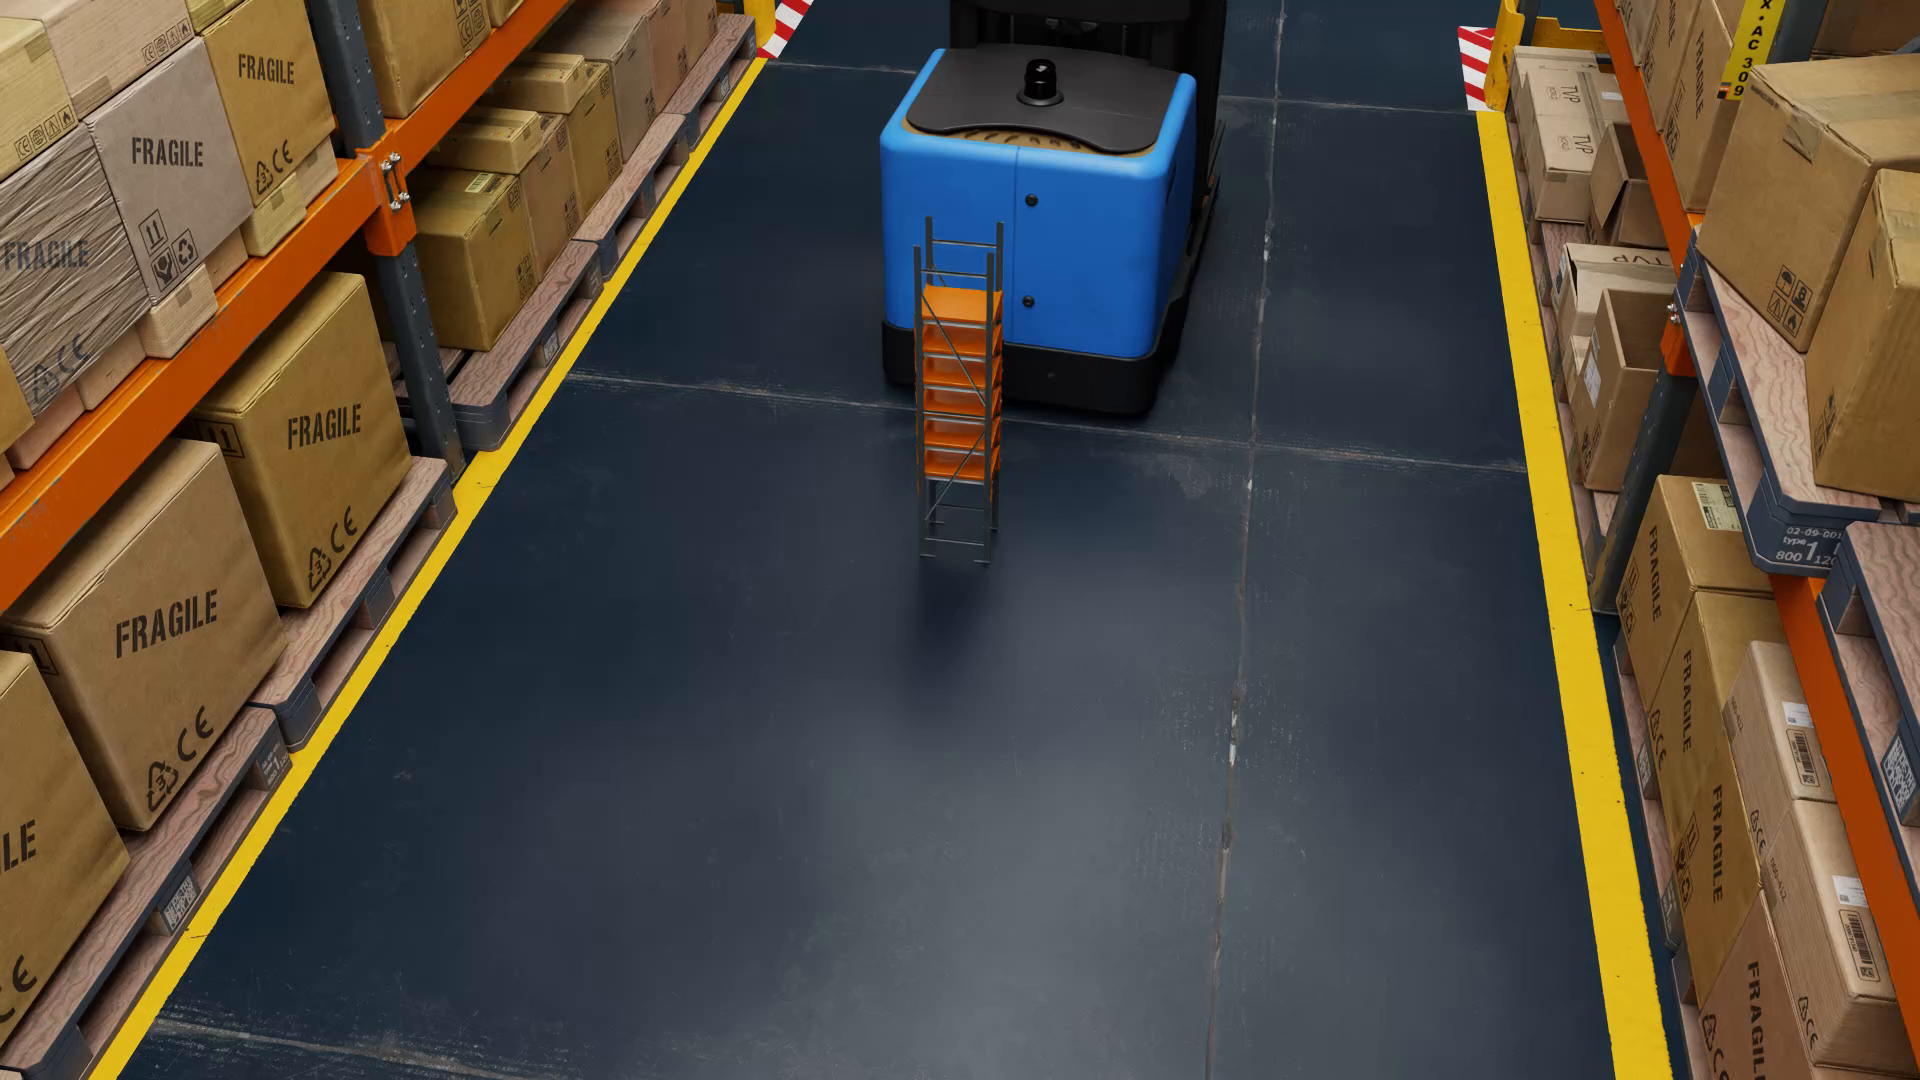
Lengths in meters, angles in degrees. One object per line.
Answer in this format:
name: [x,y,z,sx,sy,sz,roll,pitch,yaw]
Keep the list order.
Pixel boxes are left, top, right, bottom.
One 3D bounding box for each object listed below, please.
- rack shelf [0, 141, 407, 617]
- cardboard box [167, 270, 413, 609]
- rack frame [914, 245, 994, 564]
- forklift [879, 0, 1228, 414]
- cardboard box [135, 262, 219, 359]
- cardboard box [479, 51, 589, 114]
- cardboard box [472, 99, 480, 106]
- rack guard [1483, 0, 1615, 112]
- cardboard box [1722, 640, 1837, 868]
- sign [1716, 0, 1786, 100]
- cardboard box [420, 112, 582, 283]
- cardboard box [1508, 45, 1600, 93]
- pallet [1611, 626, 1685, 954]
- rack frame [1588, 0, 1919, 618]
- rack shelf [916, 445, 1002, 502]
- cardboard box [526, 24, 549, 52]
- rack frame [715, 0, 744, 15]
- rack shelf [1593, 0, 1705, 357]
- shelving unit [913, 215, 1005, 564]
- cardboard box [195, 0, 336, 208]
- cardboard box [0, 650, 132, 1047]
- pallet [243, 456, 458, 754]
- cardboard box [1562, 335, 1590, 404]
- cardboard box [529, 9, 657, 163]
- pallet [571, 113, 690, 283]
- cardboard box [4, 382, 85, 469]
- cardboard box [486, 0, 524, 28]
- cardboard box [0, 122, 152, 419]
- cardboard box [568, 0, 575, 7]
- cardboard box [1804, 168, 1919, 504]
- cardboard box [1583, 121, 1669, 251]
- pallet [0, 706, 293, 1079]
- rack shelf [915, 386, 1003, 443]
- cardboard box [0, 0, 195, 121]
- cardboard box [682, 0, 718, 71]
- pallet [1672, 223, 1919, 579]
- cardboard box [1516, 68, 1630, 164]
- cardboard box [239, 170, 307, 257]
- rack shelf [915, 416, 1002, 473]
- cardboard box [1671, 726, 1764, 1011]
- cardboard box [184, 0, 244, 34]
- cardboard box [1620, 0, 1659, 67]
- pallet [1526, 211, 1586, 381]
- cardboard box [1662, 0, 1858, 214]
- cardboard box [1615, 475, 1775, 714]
rack shelf: [-2.649,0.093,3.848,1.077,0.370,4.000,6,40,8]
cardboard box: [-2.288,-0.350,5.177,0.750,0.750,0.750,7,40,8]
rack frame: [-0.018,-0.396,5.287,0.240,1.200,0.006,6,40,8]
forklift: [0.557,-2.546,6.529,1.130,2.935,3.031,9,40,11]
cardboard box: [-2.180,-0.616,4.322,0.380,0.149,0.250,6,40,8]
cardboard box: [-1.744,-1.868,6.778,0.380,0.149,0.250,5,40,6]
cardboard box: [-2.159,-1.773,6.663,0.380,0.149,0.250,5,40,6]
rack guard: [3.256,-2.395,8.254,1.175,0.500,0.348,6,40,8]
cardboard box: [2.080,0.514,3.802,0.500,0.250,0.500,6,40,8]
sign: [2.041,-1.284,4.269,0.100,0.325,0.005,6,40,8]
cardboard box: [-1.983,-1.411,6.734,0.700,0.500,0.500,6,40,7]
cardboard box: [2.858,-2.252,8.011,0.380,0.149,0.250,6,40,8]
pallet: [2.473,0.694,4.745,1.003,0.211,1.213,6,40,8]
rack frame: [2.576,-0.895,4.479,1.000,3.000,0.127,6,40,8]
rack shelf: [-0.002,-0.234,5.538,0.258,0.103,0.180,6,40,8]
cardboard box: [-2.027,-2.252,7.243,0.380,0.149,0.250,7,40,8]
rack frame: [-1.611,-3.949,8.173,1.000,3.000,0.127,6,40,8]
rack shelf: [2.923,-1.873,6.226,1.077,0.370,4.000,6,40,8]
shelving unit: [-0.002,-0.453,5.357,0.258,1.200,0.189,6,40,8]
cardboard box: [-2.135,-1.282,4.620,0.500,0.500,0.500,6,40,7]
cardboard box: [-2.581,0.742,3.856,0.750,0.750,0.750,6,40,7]
pallet: [-2.362,0.128,5.429,1.003,0.211,1.213,6,40,8]
cardboard box: [2.401,-0.597,6.010,0.380,0.149,0.250,6,40,8]
cardboard box: [-1.806,-2.068,7.529,0.700,0.500,0.500,5,40,6]
pallet: [-1.886,-1.601,7.521,1.003,0.211,1.213,6,40,8]
cardboard box: [-2.346,-0.314,3.957,0.380,0.149,0.250,5,40,6]
cardboard box: [-2.061,-2.351,6.004,0.980,0.700,0.700,5,40,7]
cardboard box: [-2.309,-0.647,3.851,0.500,0.500,0.500,6,40,8]
cardboard box: [-1.940,-2.573,7.631,0.380,0.149,0.250,7,40,8]
cardboard box: [2.218,-0.384,3.453,0.700,0.500,0.500,12,41,15]
cardboard box: [2.897,-1.282,6.561,0.797,0.503,0.637,6,40,8]
pallet: [-2.571,0.896,4.501,1.003,0.211,1.213,6,40,8]
rack shelf: [-0.002,-0.419,5.385,0.258,0.103,0.180,6,40,8]
cardboard box: [-2.230,-1.248,3.989,0.500,0.250,0.500,7,40,9]
cardboard box: [-1.634,-2.698,8.291,0.700,0.500,0.500,6,40,8]
pallet: [2.331,-0.332,3.948,1.003,0.211,1.213,6,40,8]
cardboard box: [2.809,-1.892,7.497,0.500,0.250,0.500,6,40,8]
cardboard box: [-2.103,-0.946,4.721,0.380,0.149,0.250,7,40,8]
rack shelf: [-0.002,-0.327,5.461,0.258,0.103,0.180,6,40,8]
cardboard box: [2.078,0.824,4.016,0.500,0.500,0.500,7,40,8]
cardboard box: [-2.132,-1.568,4.376,0.500,0.250,0.500,7,40,9]
cardboard box: [2.585,-1.922,5.642,0.500,0.500,0.500,7,40,9]
pallet: [2.905,-1.019,6.817,1.003,0.211,1.213,6,40,8]
cardboard box: [2.410,-1.276,4.861,0.500,0.500,0.500,7,40,8]
cardboard box: [2.253,0.175,4.800,0.500,0.500,0.500,5,40,6]
